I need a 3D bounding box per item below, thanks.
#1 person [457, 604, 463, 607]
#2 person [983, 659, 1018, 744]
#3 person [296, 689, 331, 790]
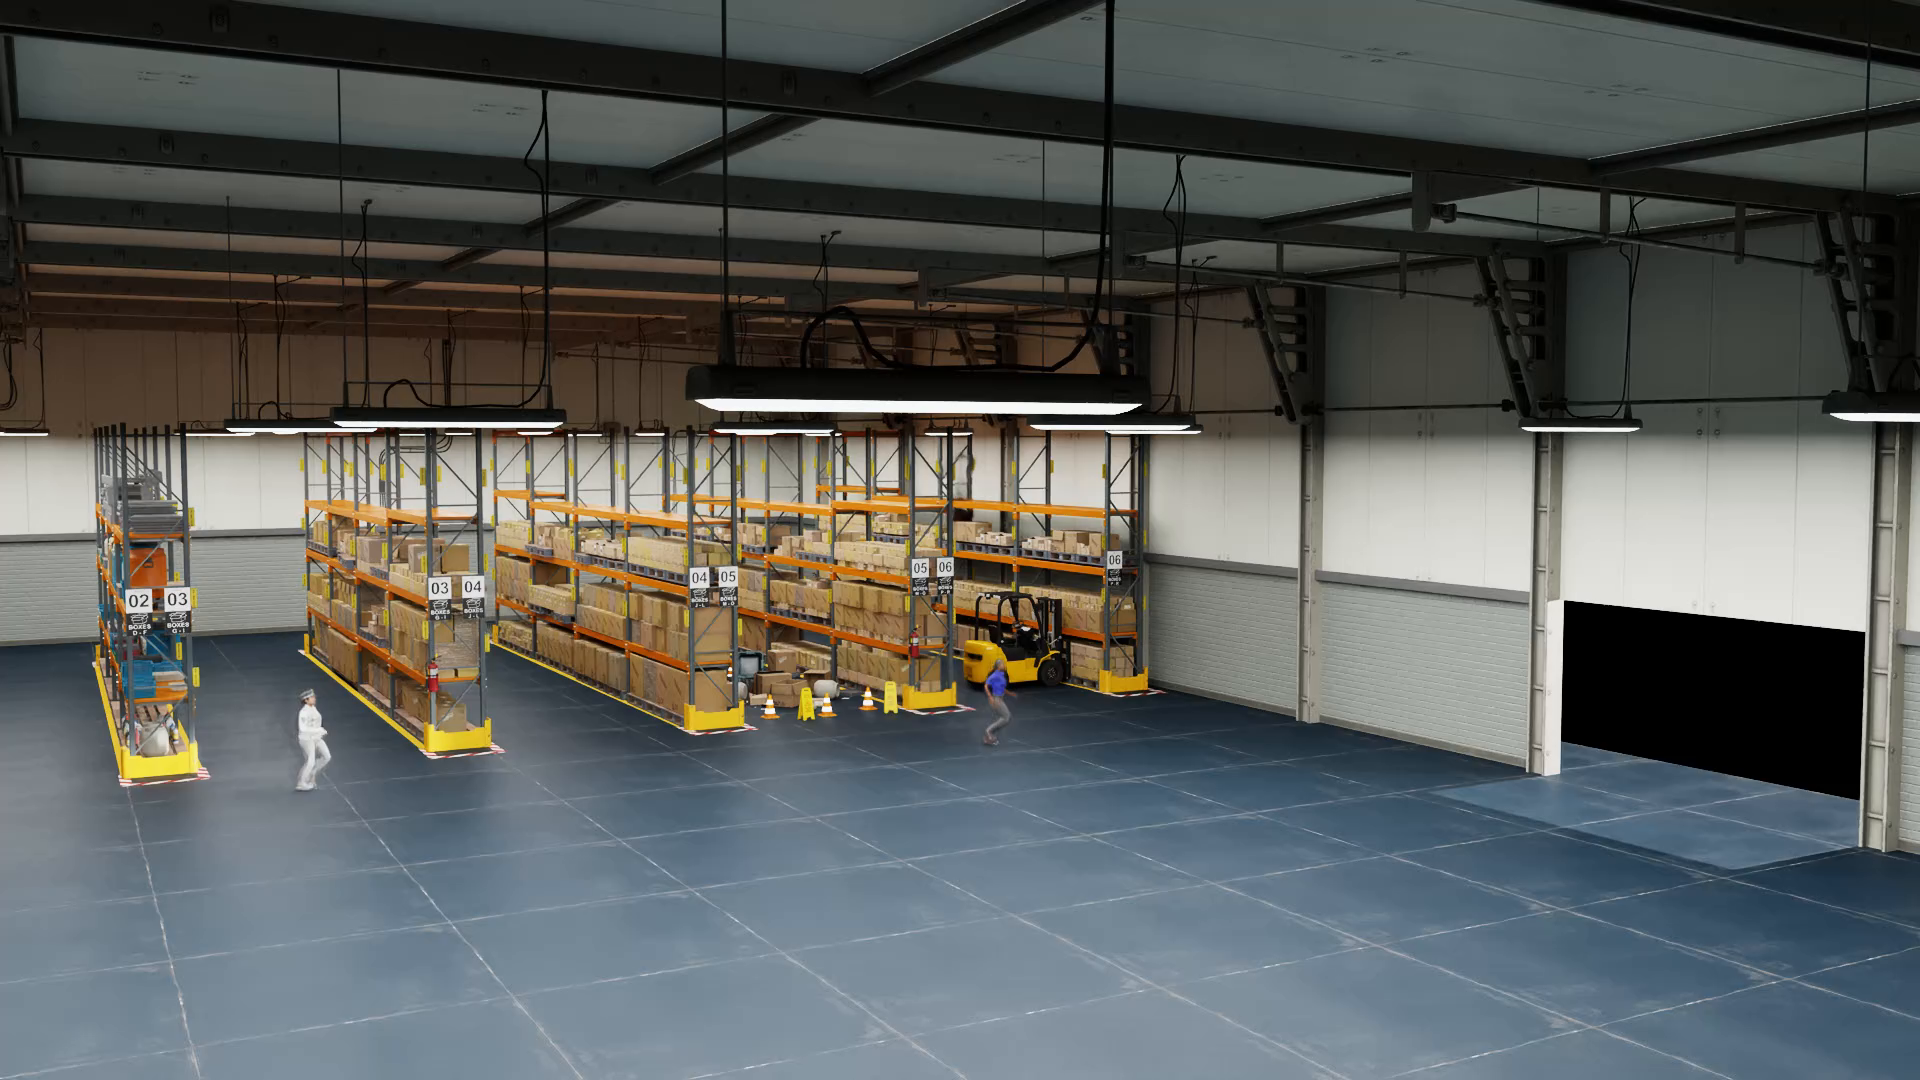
[{"bbox_3d":[-13.582,2.175,45.195,0.595,1.639,0.541,-1,4,-18],"label":"person"},{"bbox_3d":[0.750,3.026,31.114,0.652,1.609,0.555,1,4,14],"label":"person"},{"bbox_3d":[-10.526,3.240,27.055,0.608,1.657,0.587,0,3,5],"label":"person"}]
